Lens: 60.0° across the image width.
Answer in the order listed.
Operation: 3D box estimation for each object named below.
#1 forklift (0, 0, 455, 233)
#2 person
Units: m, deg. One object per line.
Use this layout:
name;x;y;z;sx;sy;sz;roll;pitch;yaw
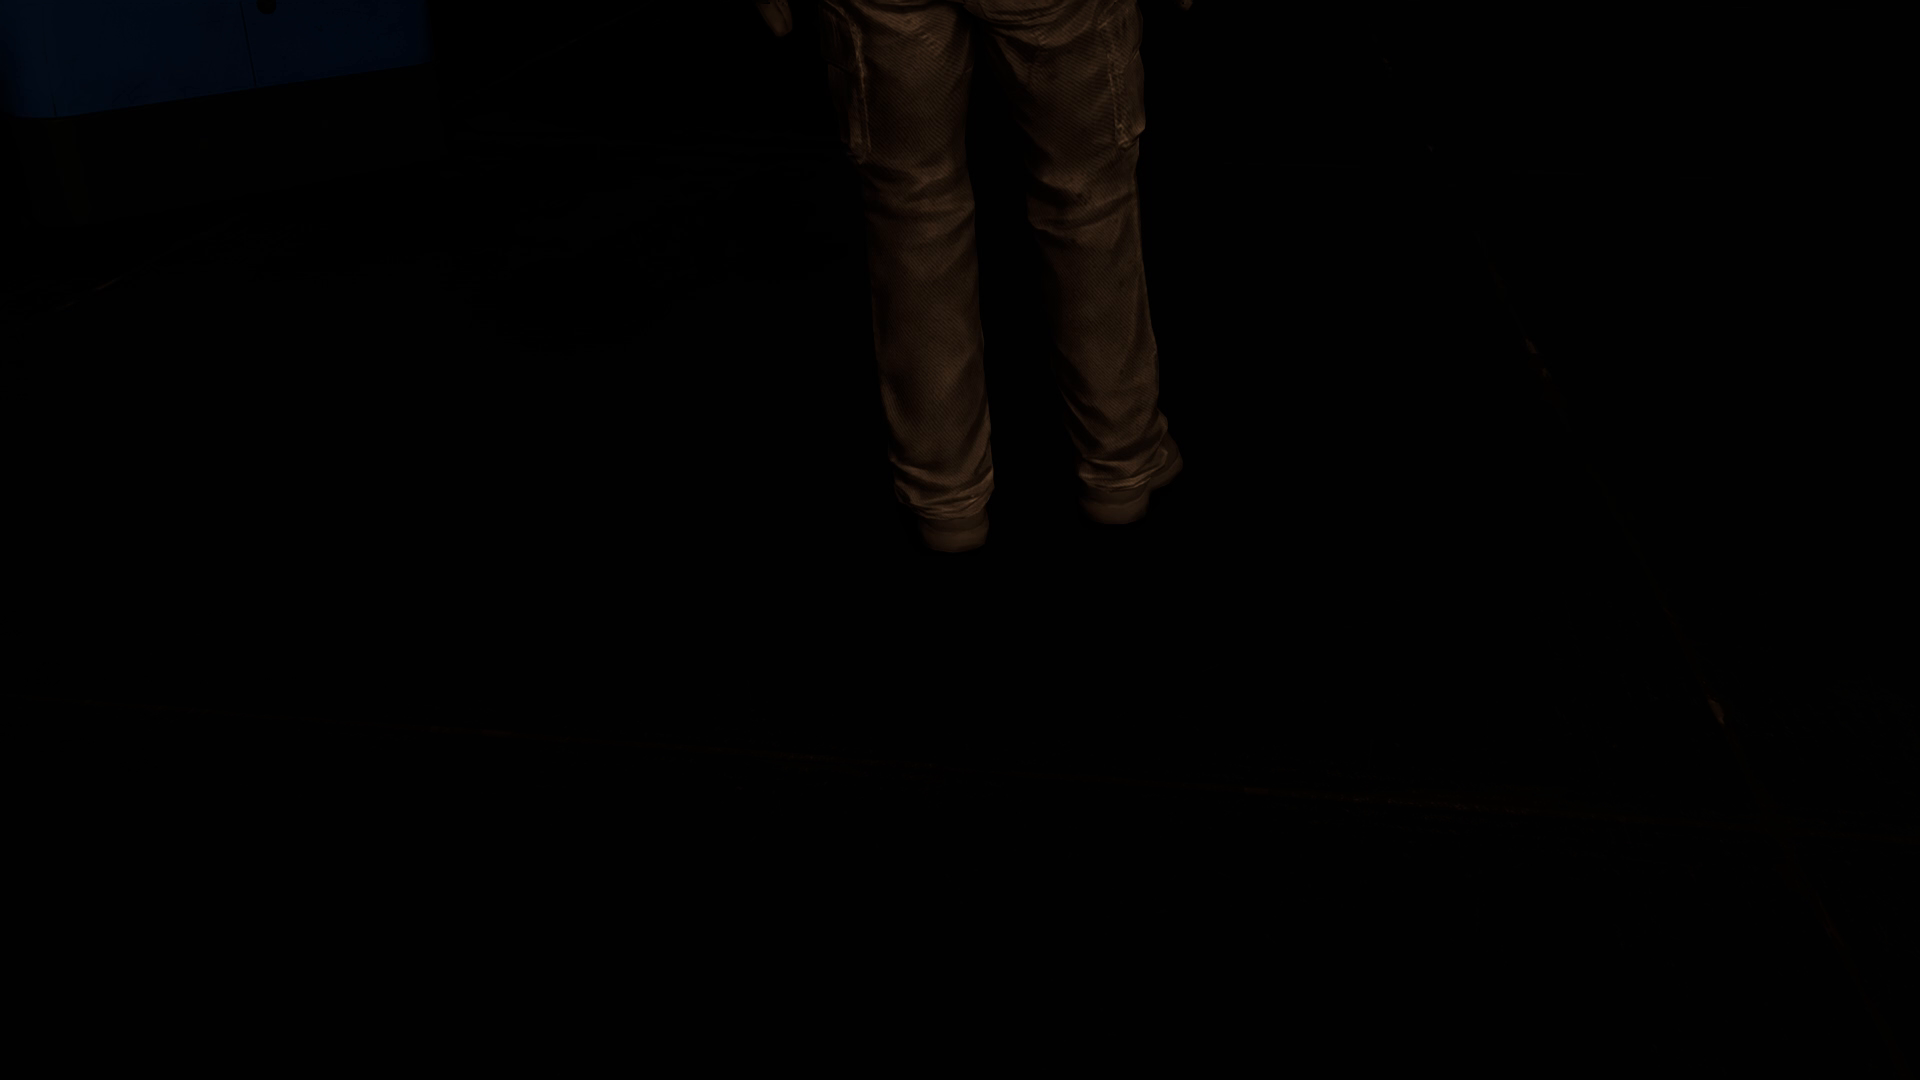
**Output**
forklift;-2.731;-2.576;4.381;3.031;2.935;1.130;24;35;39
person;0.017;-0.836;2.162;0.656;1.784;0.575;3;27;7
